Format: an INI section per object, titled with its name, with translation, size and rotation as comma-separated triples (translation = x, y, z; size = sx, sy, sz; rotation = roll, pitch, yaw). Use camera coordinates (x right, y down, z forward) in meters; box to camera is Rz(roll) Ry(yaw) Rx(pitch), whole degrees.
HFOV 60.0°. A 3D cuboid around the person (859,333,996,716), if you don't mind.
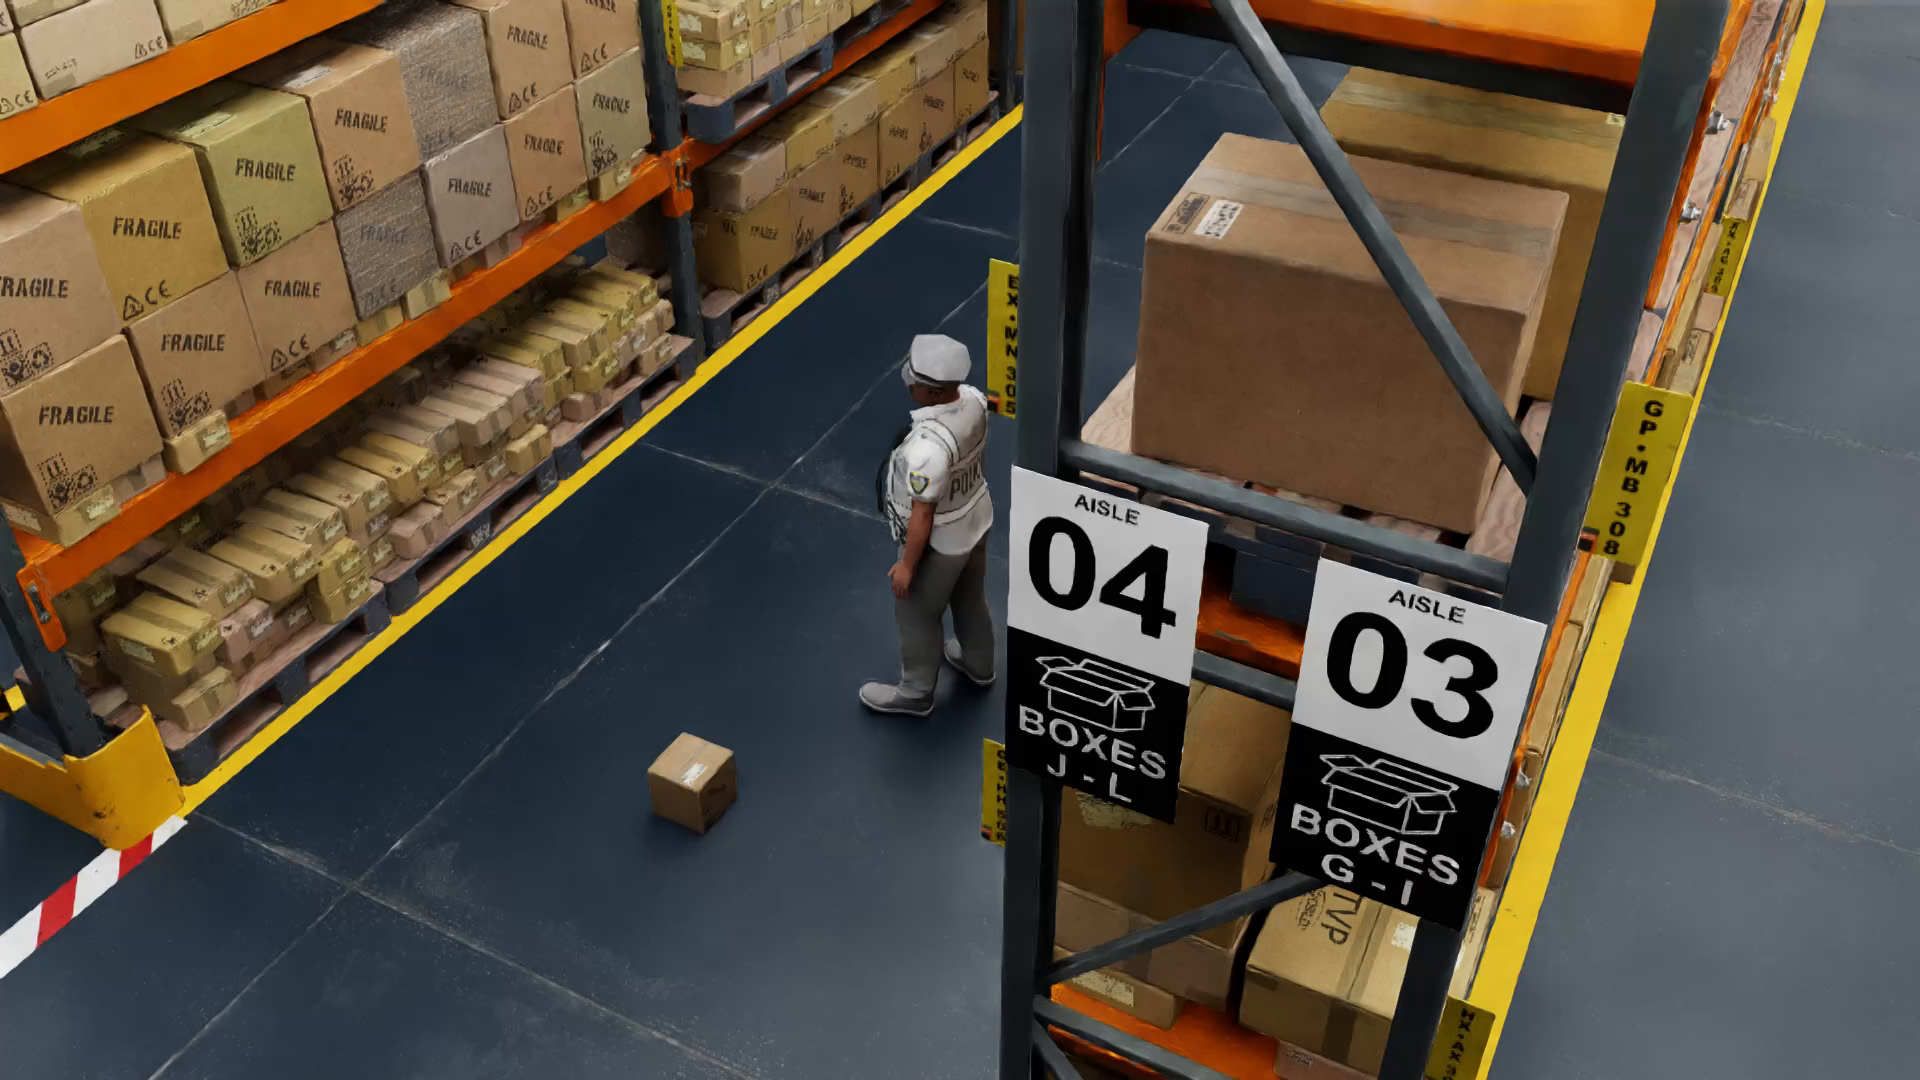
[person]
translation = -0.120, -0.049, 6.771
size = 0.487, 1.762, 0.614
rotation = 17, 41, 21
